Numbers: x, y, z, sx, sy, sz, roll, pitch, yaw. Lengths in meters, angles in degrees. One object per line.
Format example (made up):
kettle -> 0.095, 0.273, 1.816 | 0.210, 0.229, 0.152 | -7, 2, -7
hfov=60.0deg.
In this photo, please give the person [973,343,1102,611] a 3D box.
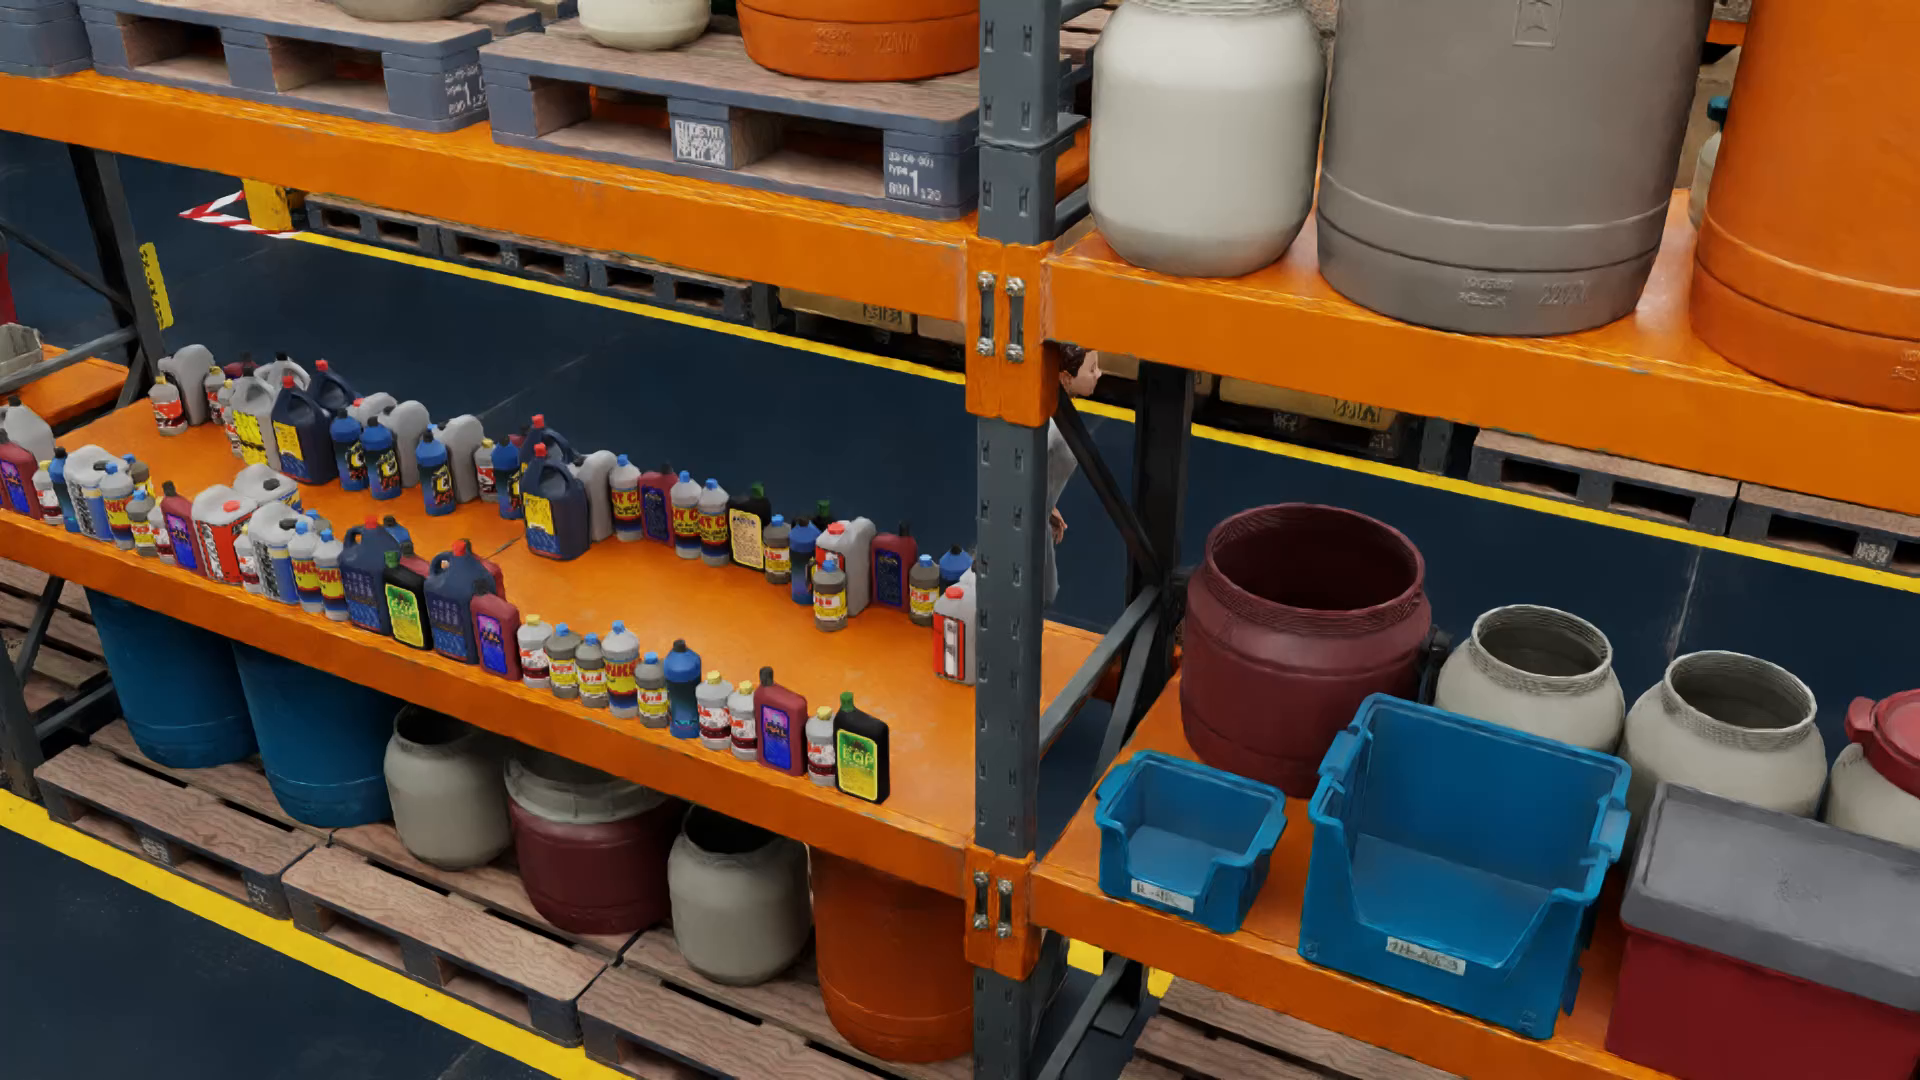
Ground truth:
person -> 0.197, -0.039, 6.223 | 0.615, 1.650, 0.452 | 3, 30, 6
